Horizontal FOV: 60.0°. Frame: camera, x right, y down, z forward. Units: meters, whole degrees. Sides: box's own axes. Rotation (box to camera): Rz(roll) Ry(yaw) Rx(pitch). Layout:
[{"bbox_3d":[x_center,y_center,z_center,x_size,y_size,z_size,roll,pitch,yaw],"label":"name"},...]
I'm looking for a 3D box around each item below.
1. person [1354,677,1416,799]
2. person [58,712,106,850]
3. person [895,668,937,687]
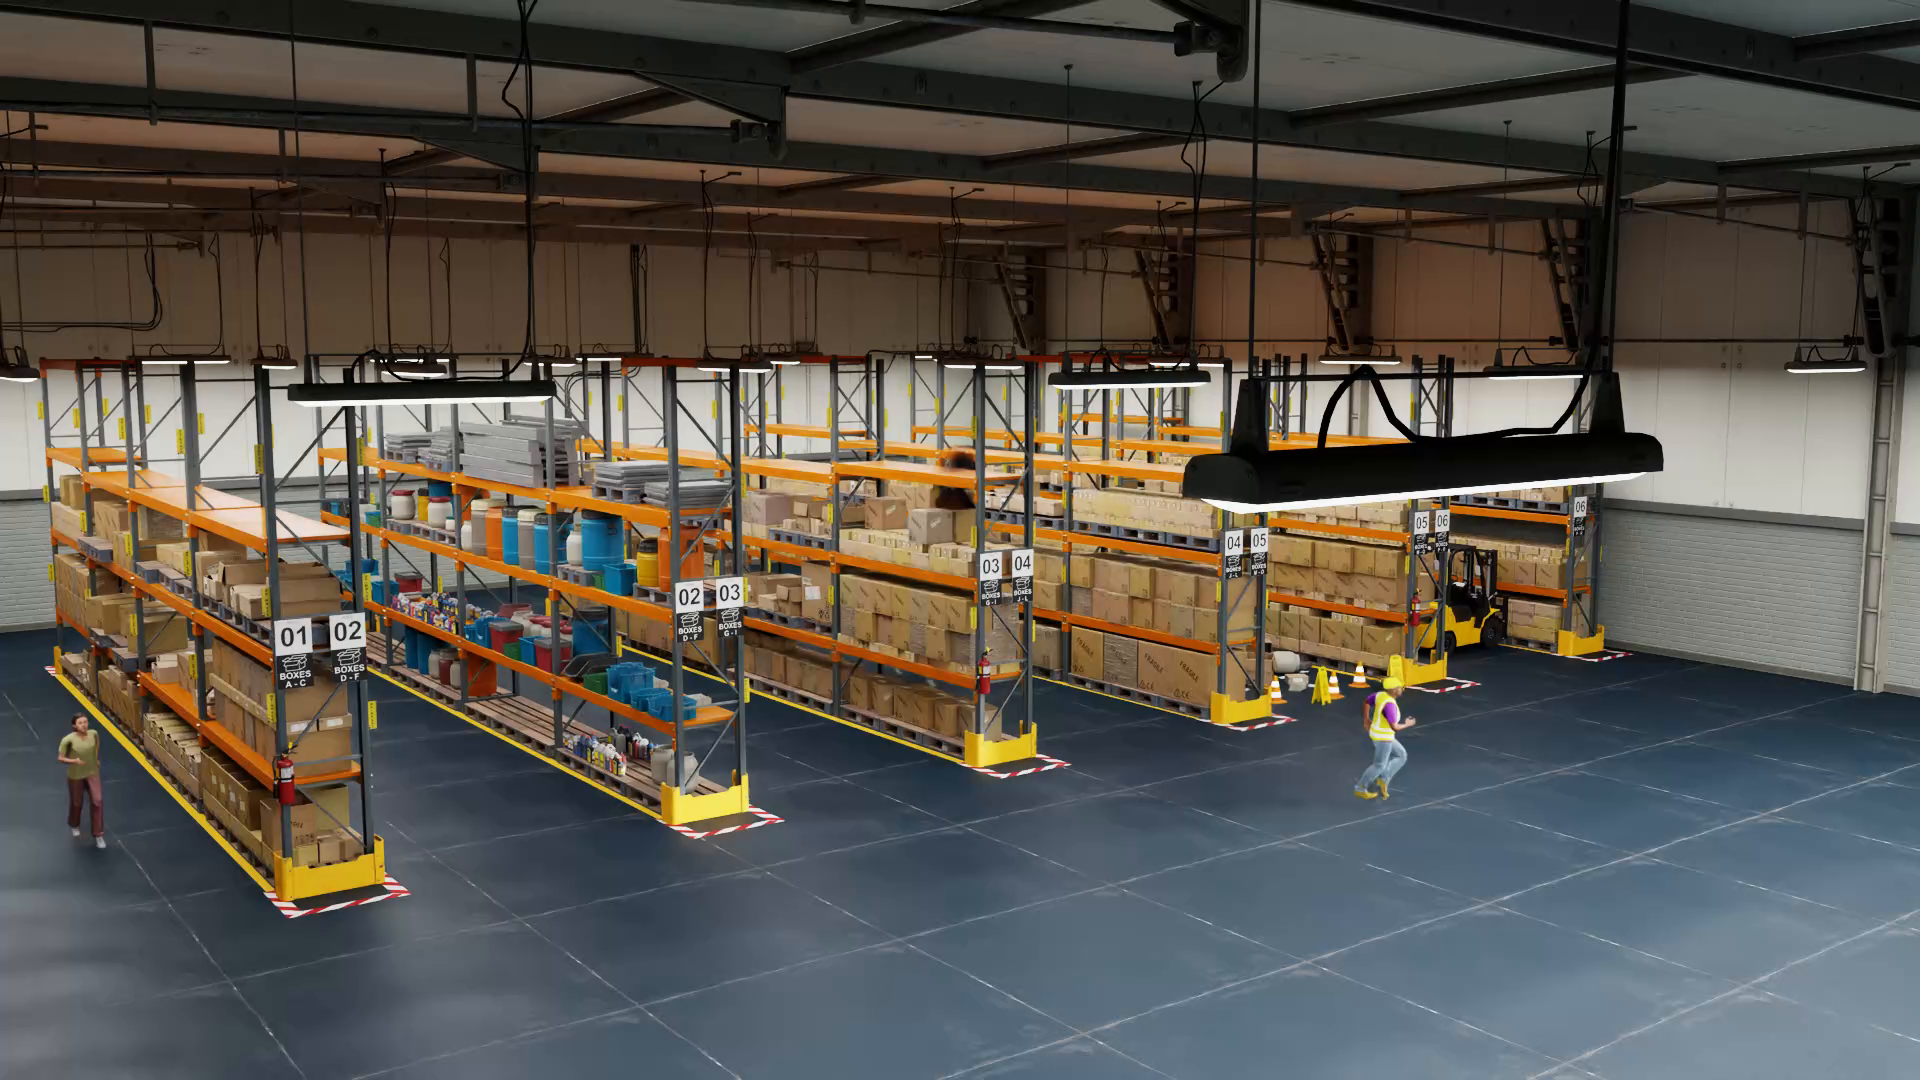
[{"bbox_3d":[5.839,2.717,22.831,0.784,1.720,0.737,1,7,5],"label":"person"},{"bbox_3d":[-11.052,2.990,20.916,0.529,1.696,0.887,-6,9,-40],"label":"person"},{"bbox_3d":[-0.798,1.828,30.729,1.034,1.726,0.727,4,8,33],"label":"person"}]
